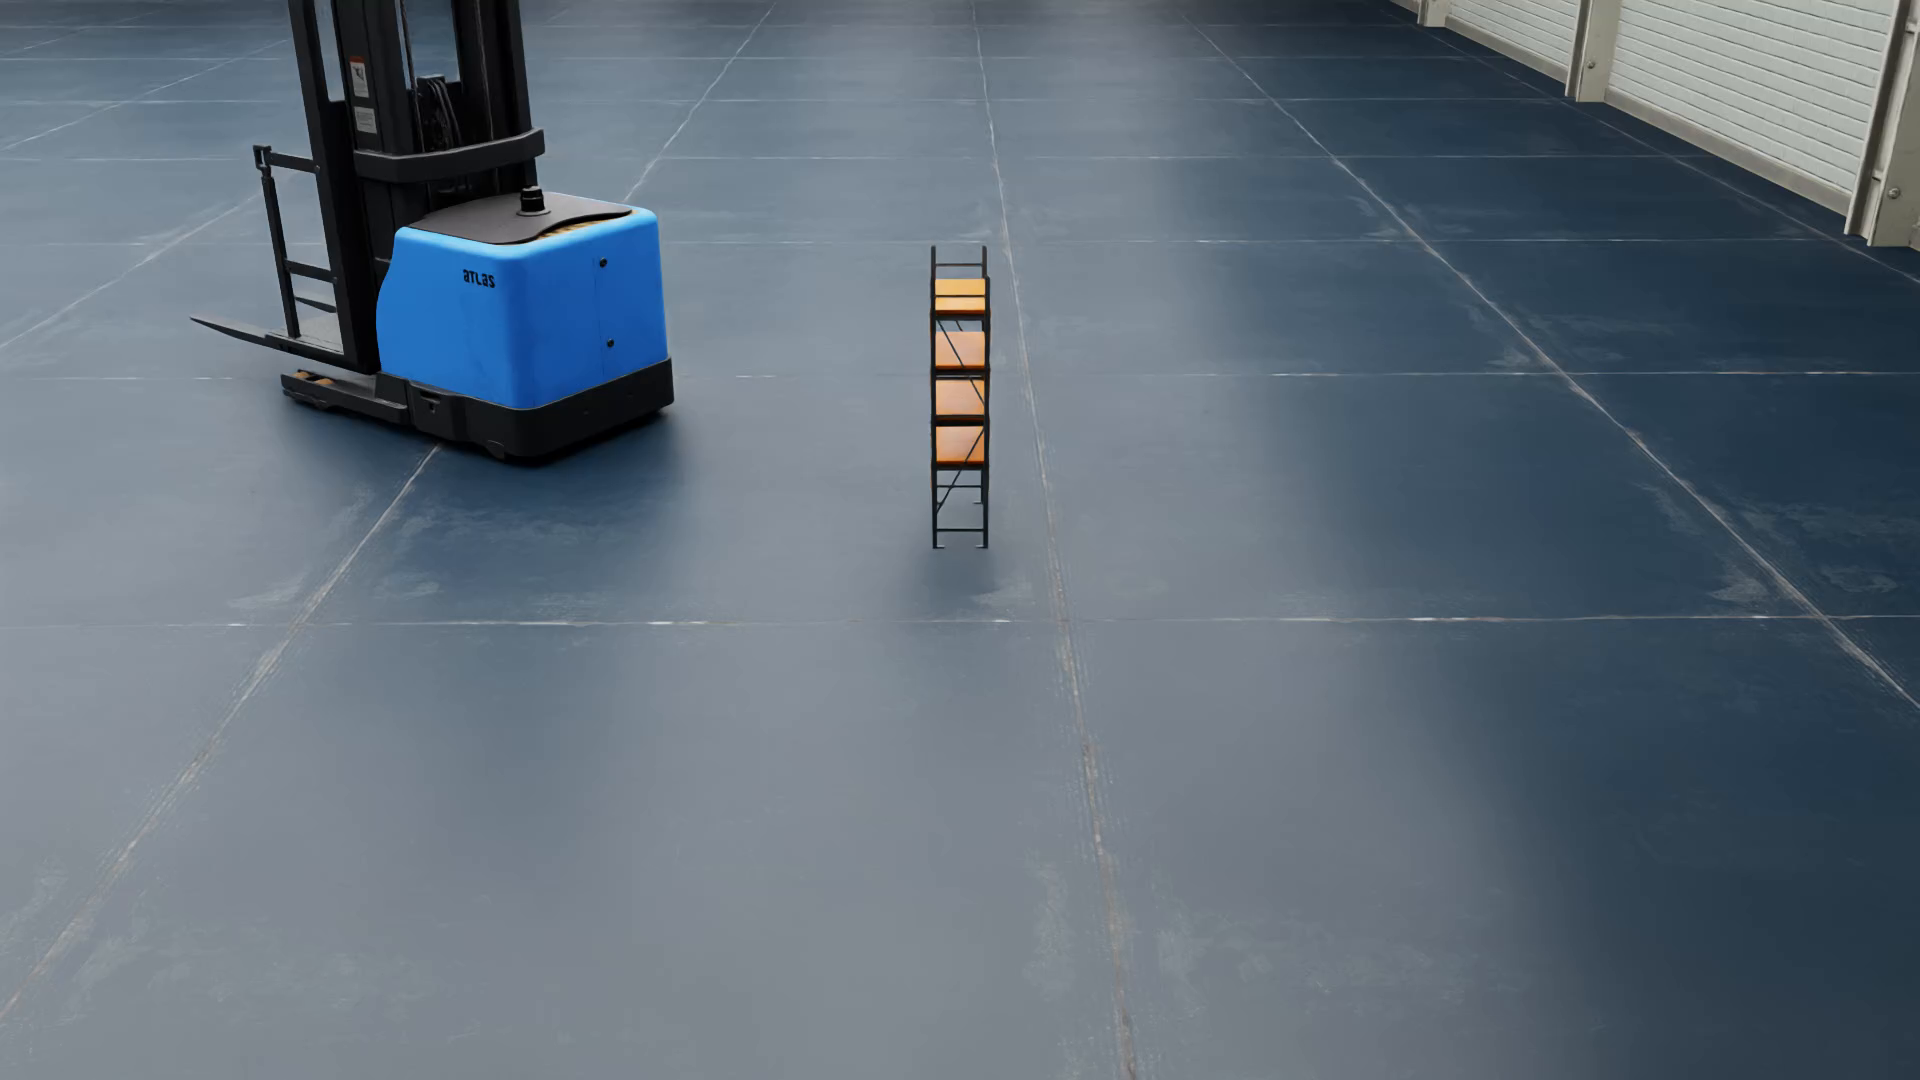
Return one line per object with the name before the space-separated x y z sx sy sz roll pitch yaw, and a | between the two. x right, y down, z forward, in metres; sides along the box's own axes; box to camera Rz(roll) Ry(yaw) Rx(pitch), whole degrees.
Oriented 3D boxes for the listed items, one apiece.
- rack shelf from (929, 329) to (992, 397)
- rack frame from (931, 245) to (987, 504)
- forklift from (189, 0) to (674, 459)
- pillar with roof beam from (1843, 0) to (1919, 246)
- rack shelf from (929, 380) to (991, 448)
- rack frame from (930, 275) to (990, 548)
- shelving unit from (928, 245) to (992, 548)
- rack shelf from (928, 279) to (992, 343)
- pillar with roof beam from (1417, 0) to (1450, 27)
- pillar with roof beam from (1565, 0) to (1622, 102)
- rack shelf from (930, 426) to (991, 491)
rack shelf | -0.002 -0.757 7.089 0.258 0.148 0.480 0 24 -1
rack frame | -0.004 -0.715 7.376 0.240 1.200 0.015 0 24 -1
forklift | -2.996 -2.180 8.514 3.031 2.935 1.130 16 29 31
pillar with roof beam | 2.360 -6.264 10.180 9.100 9.000 0.400 0 24 -1
rack shelf | -0.002 -0.554 7.181 0.258 0.148 0.480 0 24 -1
rack frame | 0.001 -0.514 6.931 0.240 1.200 0.015 0 24 -1
shelving unit | -0.002 -0.615 7.154 0.258 1.200 0.503 0 24 -1
rack shelf | -0.002 -0.973 6.992 0.258 0.148 0.480 0 24 -1
pillar with roof beam | 2.229 -11.209 21.113 9.100 9.000 0.400 0 24 -1
pillar with roof beam | 2.294 -8.737 15.647 9.100 9.000 0.400 0 24 -1
rack shelf | -0.002 -0.373 7.263 0.258 0.148 0.480 0 24 -1
